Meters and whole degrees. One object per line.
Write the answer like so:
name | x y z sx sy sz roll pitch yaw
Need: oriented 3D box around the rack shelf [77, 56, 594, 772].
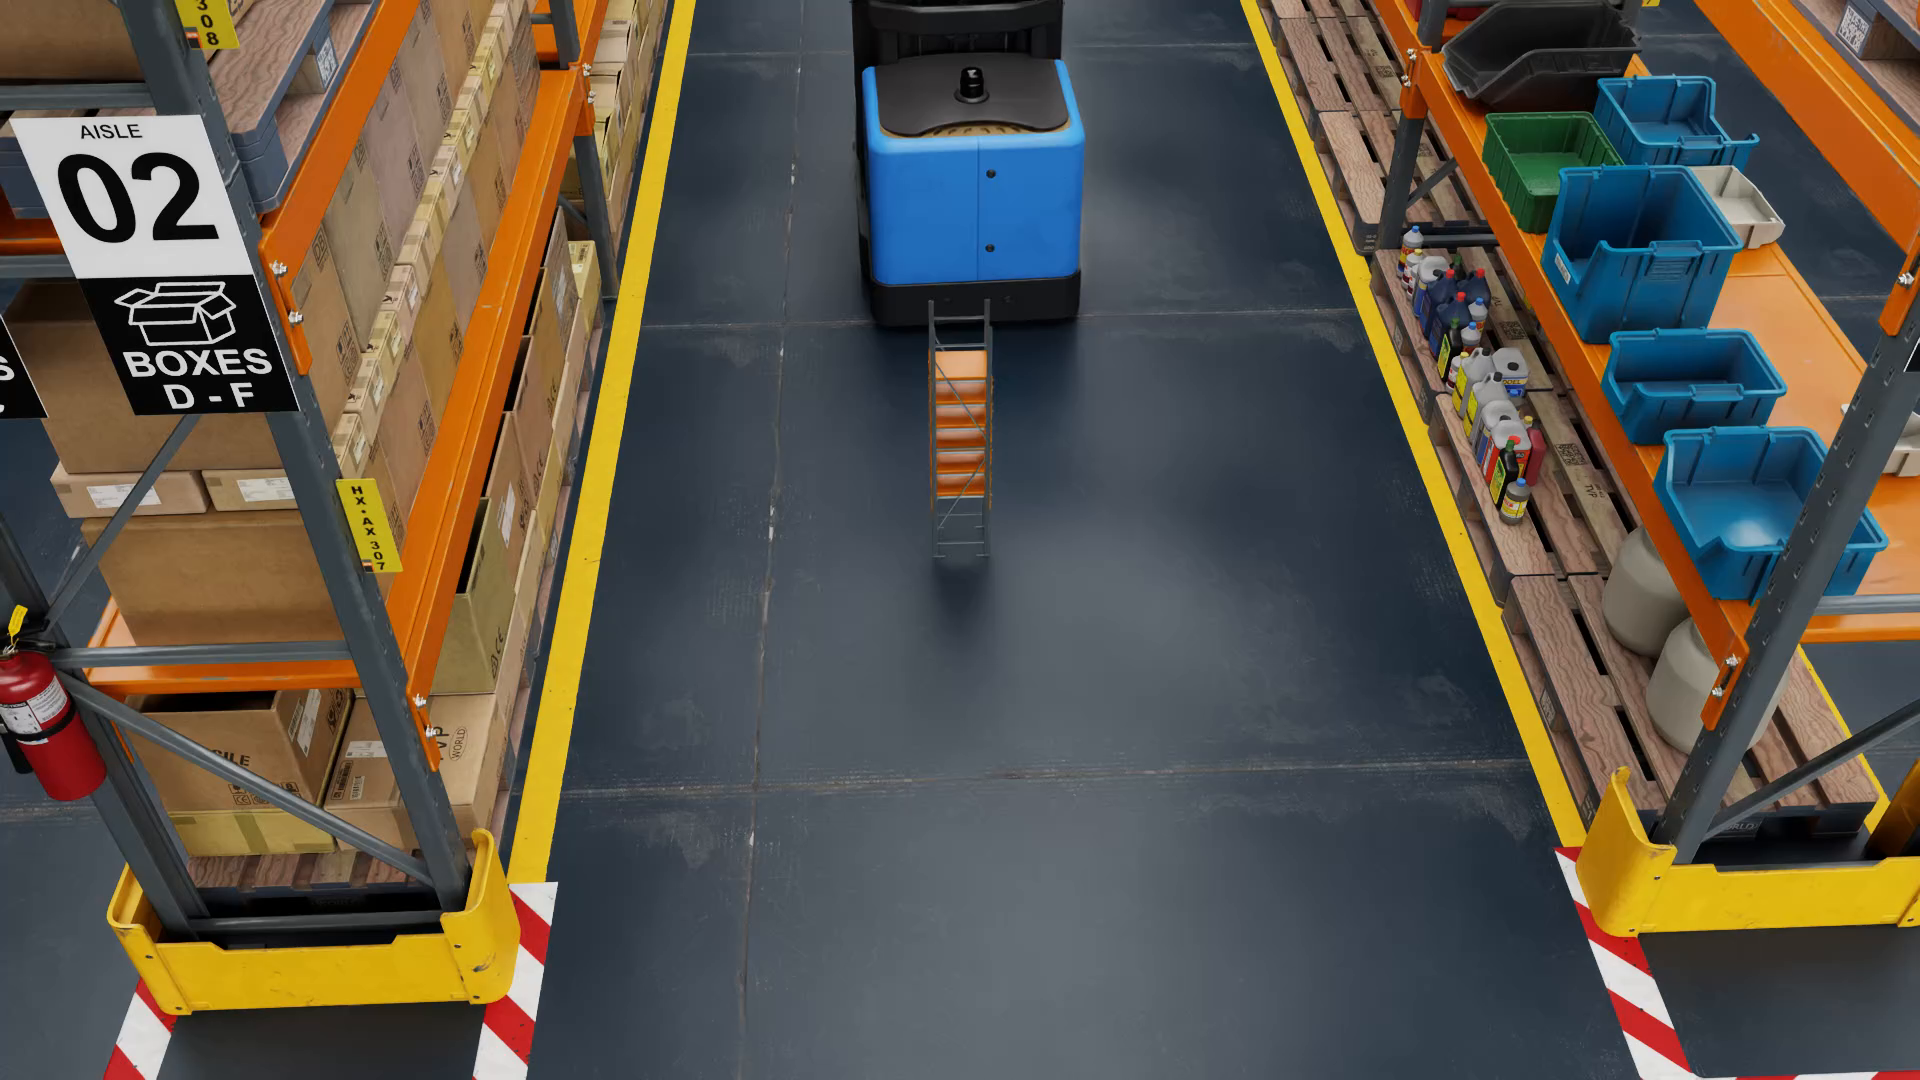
rack shelf | -2.190 -0.760 6.391 1.077 0.370 4.000 -2 43 -2

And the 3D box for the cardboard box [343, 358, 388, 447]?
cardboard box | -1.920 -0.400 4.912 0.380 0.149 0.250 -3 43 -3

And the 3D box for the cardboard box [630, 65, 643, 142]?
cardboard box | -2.089 -2.490 9.471 0.500 0.250 0.500 -3 43 -3

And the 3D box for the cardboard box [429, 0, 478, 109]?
cardboard box | -2.206 -1.911 6.081 0.700 0.500 0.500 -2 43 -2

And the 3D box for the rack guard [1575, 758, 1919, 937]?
rack guard | 2.794 1.057 5.726 1.175 0.500 0.348 -2 43 -2

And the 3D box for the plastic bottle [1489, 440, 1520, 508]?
plastic bottle | 2.305 -0.281 7.021 0.061 0.283 0.133 -1 43 -1

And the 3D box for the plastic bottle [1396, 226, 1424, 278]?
plastic bottle | 2.250 -1.443 8.298 0.097 0.271 0.097 0 43 0

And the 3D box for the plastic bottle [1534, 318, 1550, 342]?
plastic bottle | 2.851 -1.095 7.915 0.152 0.276 0.135 -2 43 -2

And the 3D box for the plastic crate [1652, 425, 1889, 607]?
plastic crate | 2.524 -0.089 5.237 0.499 0.251 0.616 -2 43 -2

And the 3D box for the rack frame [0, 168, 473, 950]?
rack frame | -2.105 0.325 4.675 1.000 3.000 0.127 -2 43 -2

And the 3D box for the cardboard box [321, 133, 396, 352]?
cardboard box | -2.142 -0.896 4.973 0.700 0.500 0.500 -3 43 -3

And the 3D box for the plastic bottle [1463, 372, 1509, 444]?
plastic bottle | 2.328 -0.603 7.323 0.144 0.351 0.185 0 43 0

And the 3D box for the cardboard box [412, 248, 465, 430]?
cardboard box | -2.154 -0.717 5.738 0.700 0.500 0.500 -1 43 -2

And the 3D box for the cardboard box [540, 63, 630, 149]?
cardboard box | -2.059 -2.347 8.900 0.500 0.311 0.500 -2 43 -2

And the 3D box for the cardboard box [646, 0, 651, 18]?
cardboard box | -2.129 -3.385 10.032 0.500 0.311 0.500 -2 43 -2

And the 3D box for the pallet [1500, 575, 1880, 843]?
pallet | 2.765 0.615 6.423 1.003 0.211 1.213 -2 43 -2

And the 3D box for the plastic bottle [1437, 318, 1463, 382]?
plastic bottle | 2.267 -0.878 7.673 0.061 0.283 0.133 0 43 0

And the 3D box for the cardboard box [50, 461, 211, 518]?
cardboard box | -2.311 -0.203 4.697 0.380 0.149 0.250 -2 43 -3

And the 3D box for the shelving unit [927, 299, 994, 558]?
shelving unit | 0.001 -0.433 6.834 0.258 1.200 0.189 -2 43 -2

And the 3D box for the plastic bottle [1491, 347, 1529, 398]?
plastic bottle | 2.467 -0.723 7.509 0.152 0.276 0.135 -2 43 -2

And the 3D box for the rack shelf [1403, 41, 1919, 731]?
rack shelf | 2.759 -0.899 6.543 1.077 0.370 4.000 -2 43 -2

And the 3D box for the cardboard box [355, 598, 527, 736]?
cardboard box | -1.930 0.478 6.232 0.500 0.250 0.500 -2 43 -2

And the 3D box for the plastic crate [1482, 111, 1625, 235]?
plastic crate | 2.450 -1.512 6.836 0.450 0.188 0.662 -2 43 -2

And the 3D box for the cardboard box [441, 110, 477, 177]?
cardboard box | -1.982 -1.437 6.044 0.380 0.149 0.250 0 43 0

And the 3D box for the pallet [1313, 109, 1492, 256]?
pallet | 2.602 -2.016 9.293 1.003 0.211 1.213 -2 43 -2

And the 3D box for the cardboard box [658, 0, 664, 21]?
cardboard box | -2.153 -3.520 10.595 0.500 0.250 0.500 -2 43 -2

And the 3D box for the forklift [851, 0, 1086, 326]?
forklift | -0.035 -3.137 8.504 1.130 2.935 3.031 -3 43 -3

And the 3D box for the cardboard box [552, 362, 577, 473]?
cardboard box | -1.989 -0.534 7.337 0.500 0.250 0.500 -2 43 -2

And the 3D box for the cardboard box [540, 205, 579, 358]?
cardboard box | -2.027 -1.148 7.452 0.500 0.500 0.500 -2 43 -2

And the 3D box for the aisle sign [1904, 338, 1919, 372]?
aisle sign | 2.551 -0.715 3.887 0.394 0.787 0.004 -2 43 -2

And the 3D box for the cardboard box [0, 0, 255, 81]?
cardboard box | -2.125 -1.413 3.861 0.797 0.503 0.637 1 43 1

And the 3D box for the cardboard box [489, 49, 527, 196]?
cardboard box | -2.221 -1.756 6.872 0.700 0.500 0.500 -2 43 -2

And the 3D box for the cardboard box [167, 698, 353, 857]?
cardboard box | -2.423 0.831 5.848 0.500 0.250 0.500 -2 43 -2

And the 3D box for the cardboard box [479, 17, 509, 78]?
cardboard box | -2.015 -1.952 6.606 0.380 0.149 0.250 -2 43 -2

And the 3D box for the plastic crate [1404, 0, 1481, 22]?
plastic crate | 2.348 -2.856 8.099 0.402 0.464 0.583 -2 43 -2

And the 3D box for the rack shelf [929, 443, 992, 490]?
rack shelf | 0.001 -0.311 6.945 0.258 0.103 0.180 -2 43 -2

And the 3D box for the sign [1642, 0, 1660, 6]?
sign | 3.224 -2.625 7.689 0.100 0.325 0.005 -2 43 -2

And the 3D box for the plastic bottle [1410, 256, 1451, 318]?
plastic bottle | 2.291 -1.227 8.059 0.152 0.276 0.135 0 43 0

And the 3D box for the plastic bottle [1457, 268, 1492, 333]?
plastic bottle | 2.438 -1.147 7.917 0.144 0.351 0.185 -2 43 -2

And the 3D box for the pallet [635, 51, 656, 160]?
pallet | -2.400 -2.669 10.005 1.003 0.211 1.213 -2 43 -2

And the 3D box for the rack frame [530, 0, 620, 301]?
rack frame | -2.275 -2.375 7.621 1.000 3.000 0.127 -2 43 -2

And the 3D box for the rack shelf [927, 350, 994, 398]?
rack shelf | 0.001 -0.665 6.621 0.258 0.103 0.180 -2 43 -2

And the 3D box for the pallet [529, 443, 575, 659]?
pallet | -2.228 0.017 7.075 1.003 0.211 1.213 -2 43 -2

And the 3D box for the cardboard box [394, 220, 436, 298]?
cardboard box | -1.952 -0.918 5.478 0.380 0.149 0.250 -3 43 -3

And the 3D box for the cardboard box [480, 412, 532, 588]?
cardboard box | -1.963 -0.135 6.347 0.500 0.500 0.500 -2 43 -2
